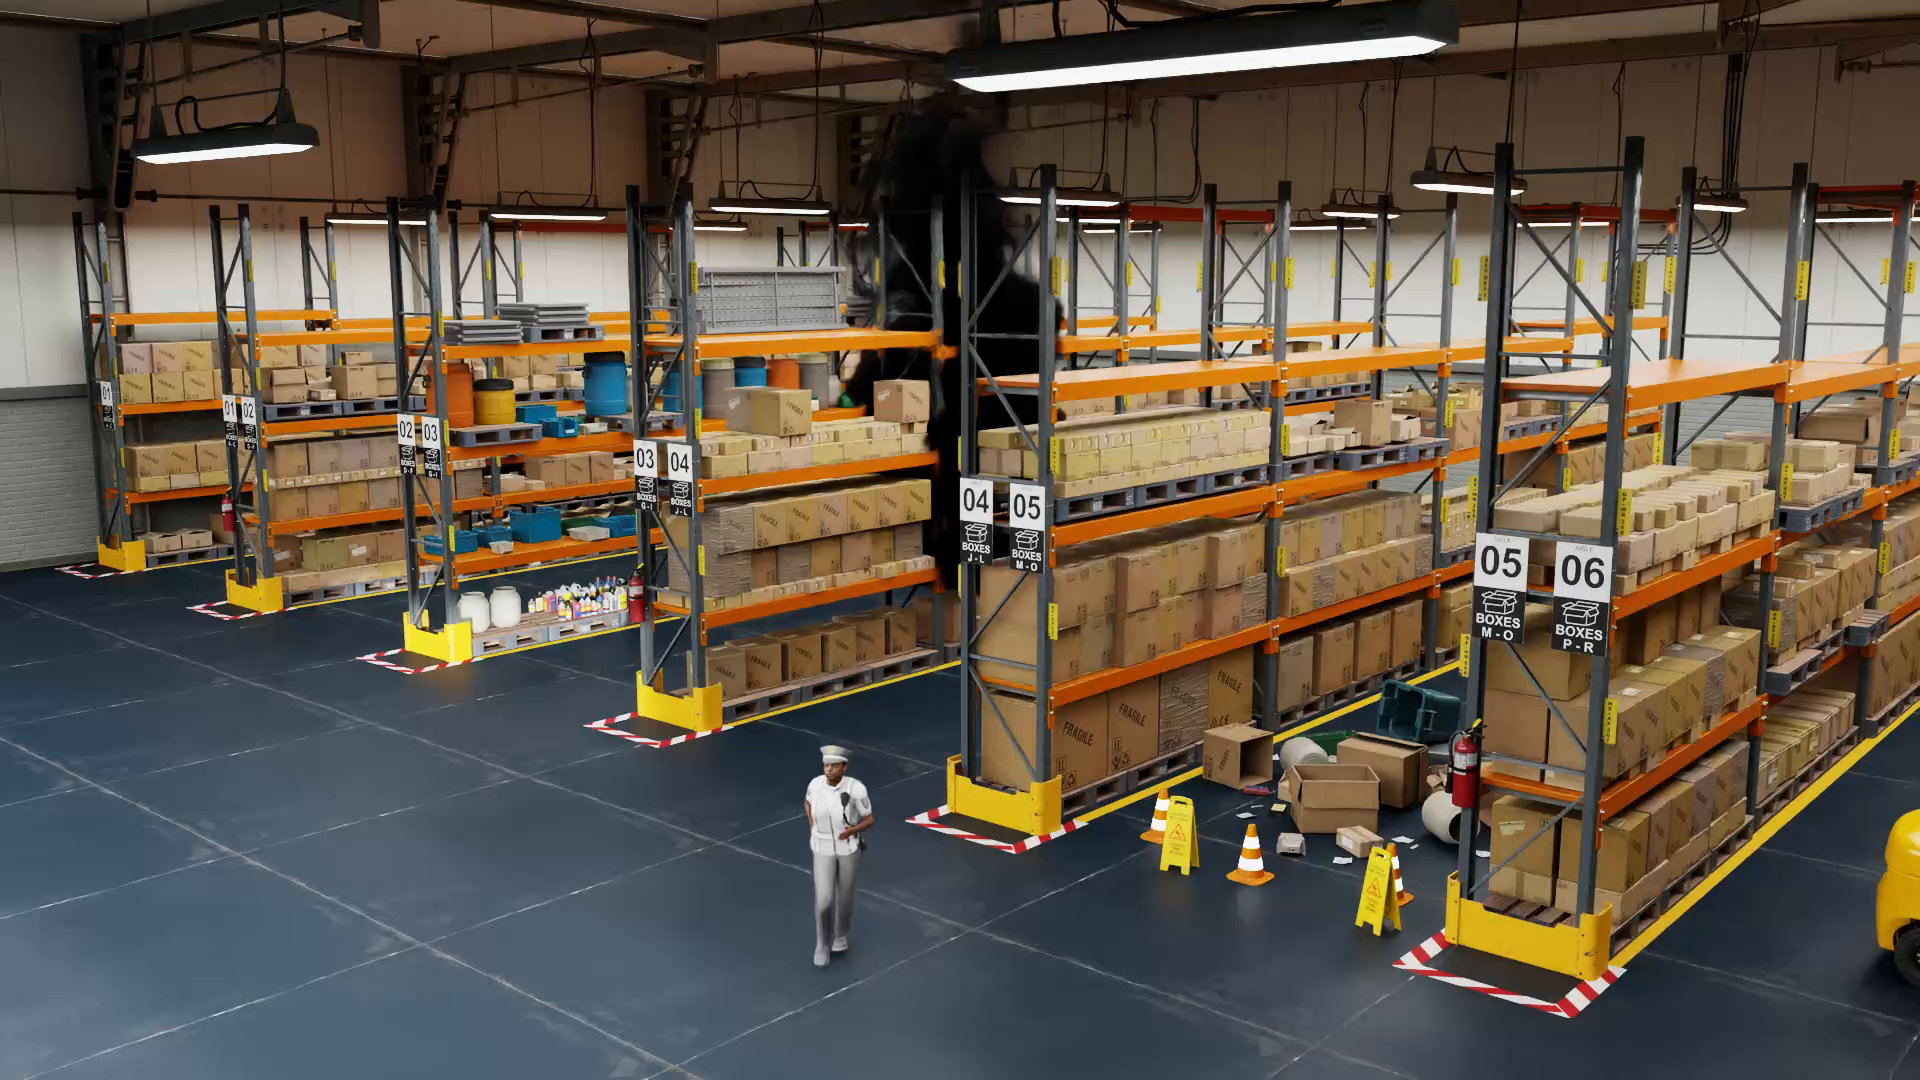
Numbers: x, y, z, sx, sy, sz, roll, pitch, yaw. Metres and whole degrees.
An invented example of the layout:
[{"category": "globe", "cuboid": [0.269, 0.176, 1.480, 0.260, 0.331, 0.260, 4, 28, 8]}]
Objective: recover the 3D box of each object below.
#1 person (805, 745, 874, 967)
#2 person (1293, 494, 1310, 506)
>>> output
[{"category": "person", "cuboid": [-0.904, 2.333, 12.293, 0.548, 1.728, 0.693, 0, 9, 3]}, {"category": "person", "cuboid": [5.338, 0.042, 25.928, 0.598, 1.753, 0.778, 8, 12, 40]}]
